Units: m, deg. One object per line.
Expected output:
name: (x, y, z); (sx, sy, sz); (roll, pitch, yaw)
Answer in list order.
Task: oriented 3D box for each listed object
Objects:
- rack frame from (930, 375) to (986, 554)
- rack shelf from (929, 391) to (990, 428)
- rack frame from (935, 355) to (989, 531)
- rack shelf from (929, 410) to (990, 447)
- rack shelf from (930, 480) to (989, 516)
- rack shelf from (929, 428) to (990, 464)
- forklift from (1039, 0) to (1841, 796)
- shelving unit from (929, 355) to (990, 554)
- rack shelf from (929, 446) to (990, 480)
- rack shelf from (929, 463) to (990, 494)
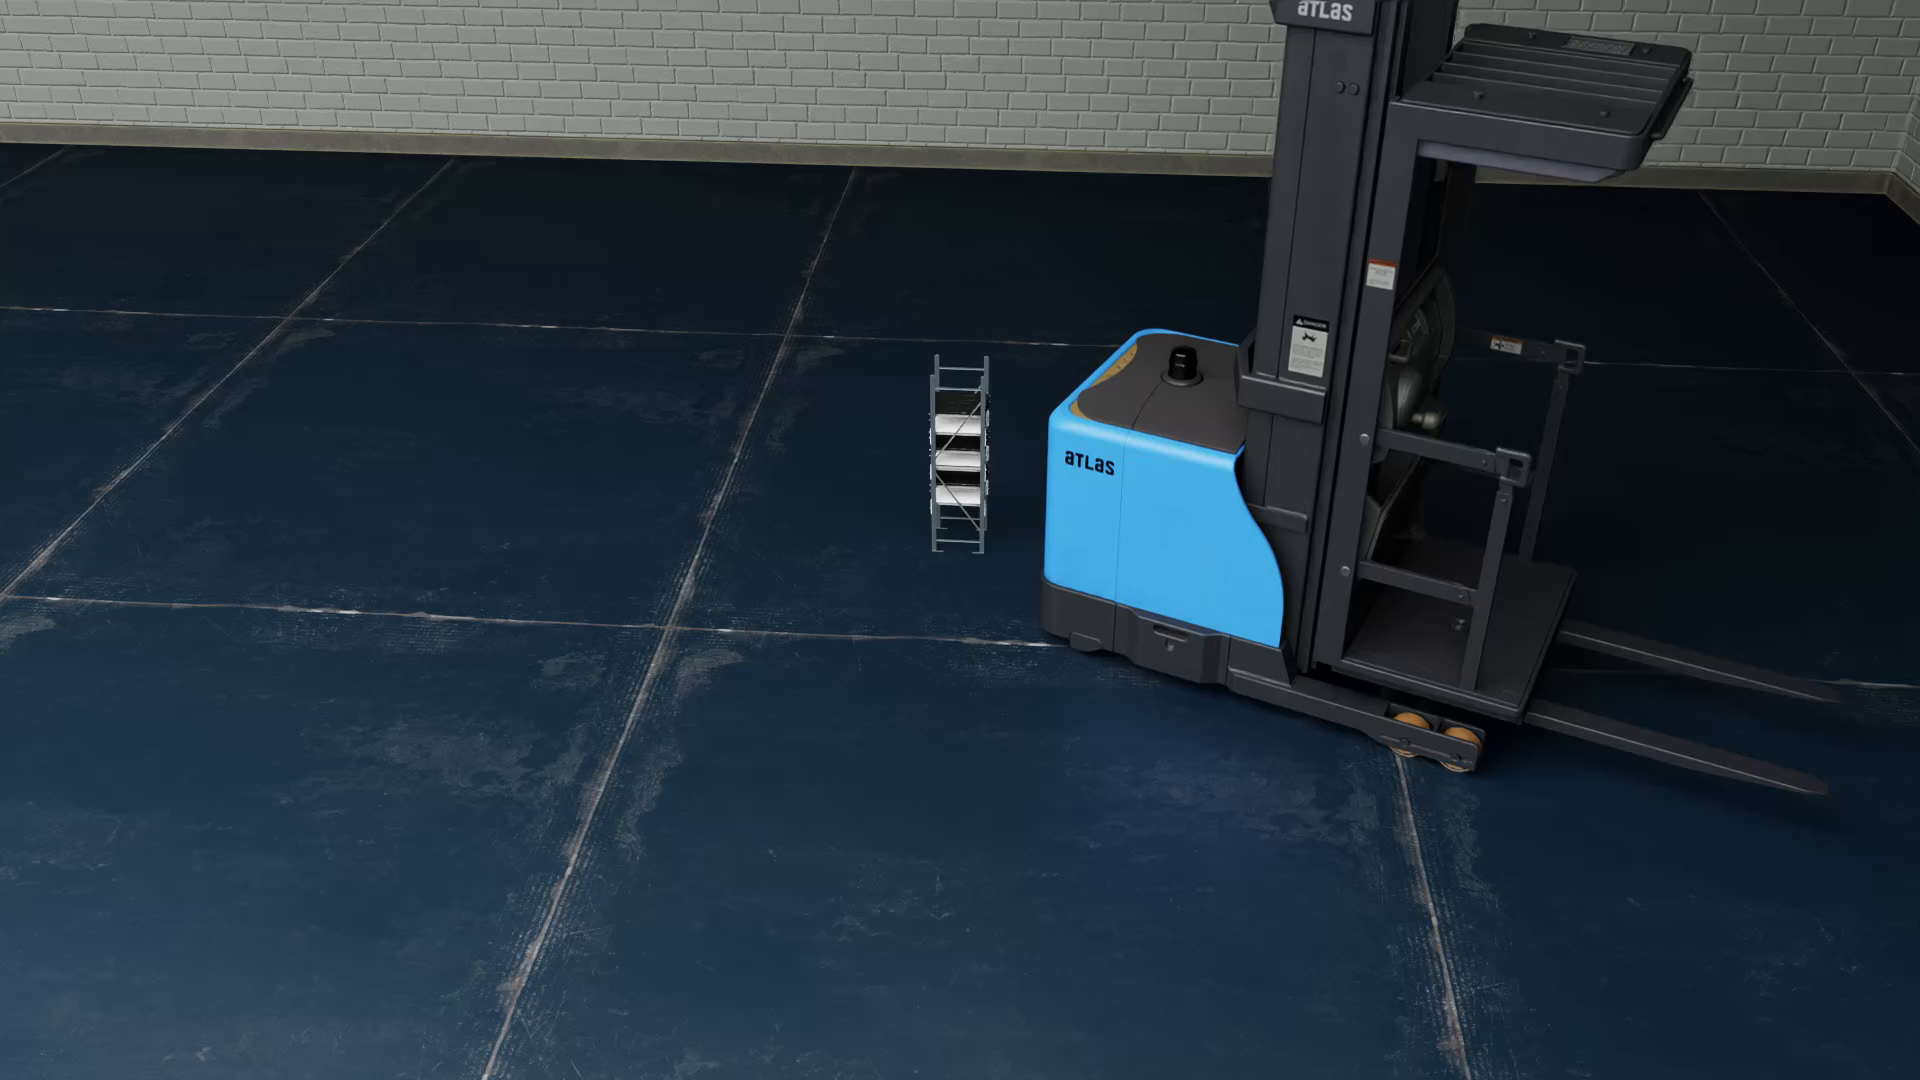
rack frame: (-0.009, -0.326, 7.421); (0.240, 0.900, 0.006); (2, 32, 4)
rack shelf: (-0.001, -0.580, 7.383); (0.258, 0.077, 0.200); (2, 32, 4)
rack frame: (0.008, -0.432, 7.593); (0.240, 0.900, 0.006); (2, 32, 4)
rack shelf: (-0.001, -0.504, 7.430); (0.258, 0.077, 0.200); (2, 32, 4)
rack shelf: (-0.001, -0.197, 7.619); (0.258, 0.077, 0.200); (2, 32, 4)
rack shelf: (-0.001, -0.427, 7.477); (0.258, 0.077, 0.200); (2, 32, 4)
forklift: (1.881, -0.686, 6.070); (3.031, 2.935, 1.130); (16, 35, 24)
shelving unit: (-0.001, -0.379, 7.507); (0.258, 0.900, 0.210); (2, 32, 4)
rack shelf: (-0.001, -0.350, 7.524); (0.258, 0.077, 0.200); (2, 32, 4)
rack shelf: (-0.001, -0.274, 7.572); (0.258, 0.077, 0.200); (2, 32, 4)
